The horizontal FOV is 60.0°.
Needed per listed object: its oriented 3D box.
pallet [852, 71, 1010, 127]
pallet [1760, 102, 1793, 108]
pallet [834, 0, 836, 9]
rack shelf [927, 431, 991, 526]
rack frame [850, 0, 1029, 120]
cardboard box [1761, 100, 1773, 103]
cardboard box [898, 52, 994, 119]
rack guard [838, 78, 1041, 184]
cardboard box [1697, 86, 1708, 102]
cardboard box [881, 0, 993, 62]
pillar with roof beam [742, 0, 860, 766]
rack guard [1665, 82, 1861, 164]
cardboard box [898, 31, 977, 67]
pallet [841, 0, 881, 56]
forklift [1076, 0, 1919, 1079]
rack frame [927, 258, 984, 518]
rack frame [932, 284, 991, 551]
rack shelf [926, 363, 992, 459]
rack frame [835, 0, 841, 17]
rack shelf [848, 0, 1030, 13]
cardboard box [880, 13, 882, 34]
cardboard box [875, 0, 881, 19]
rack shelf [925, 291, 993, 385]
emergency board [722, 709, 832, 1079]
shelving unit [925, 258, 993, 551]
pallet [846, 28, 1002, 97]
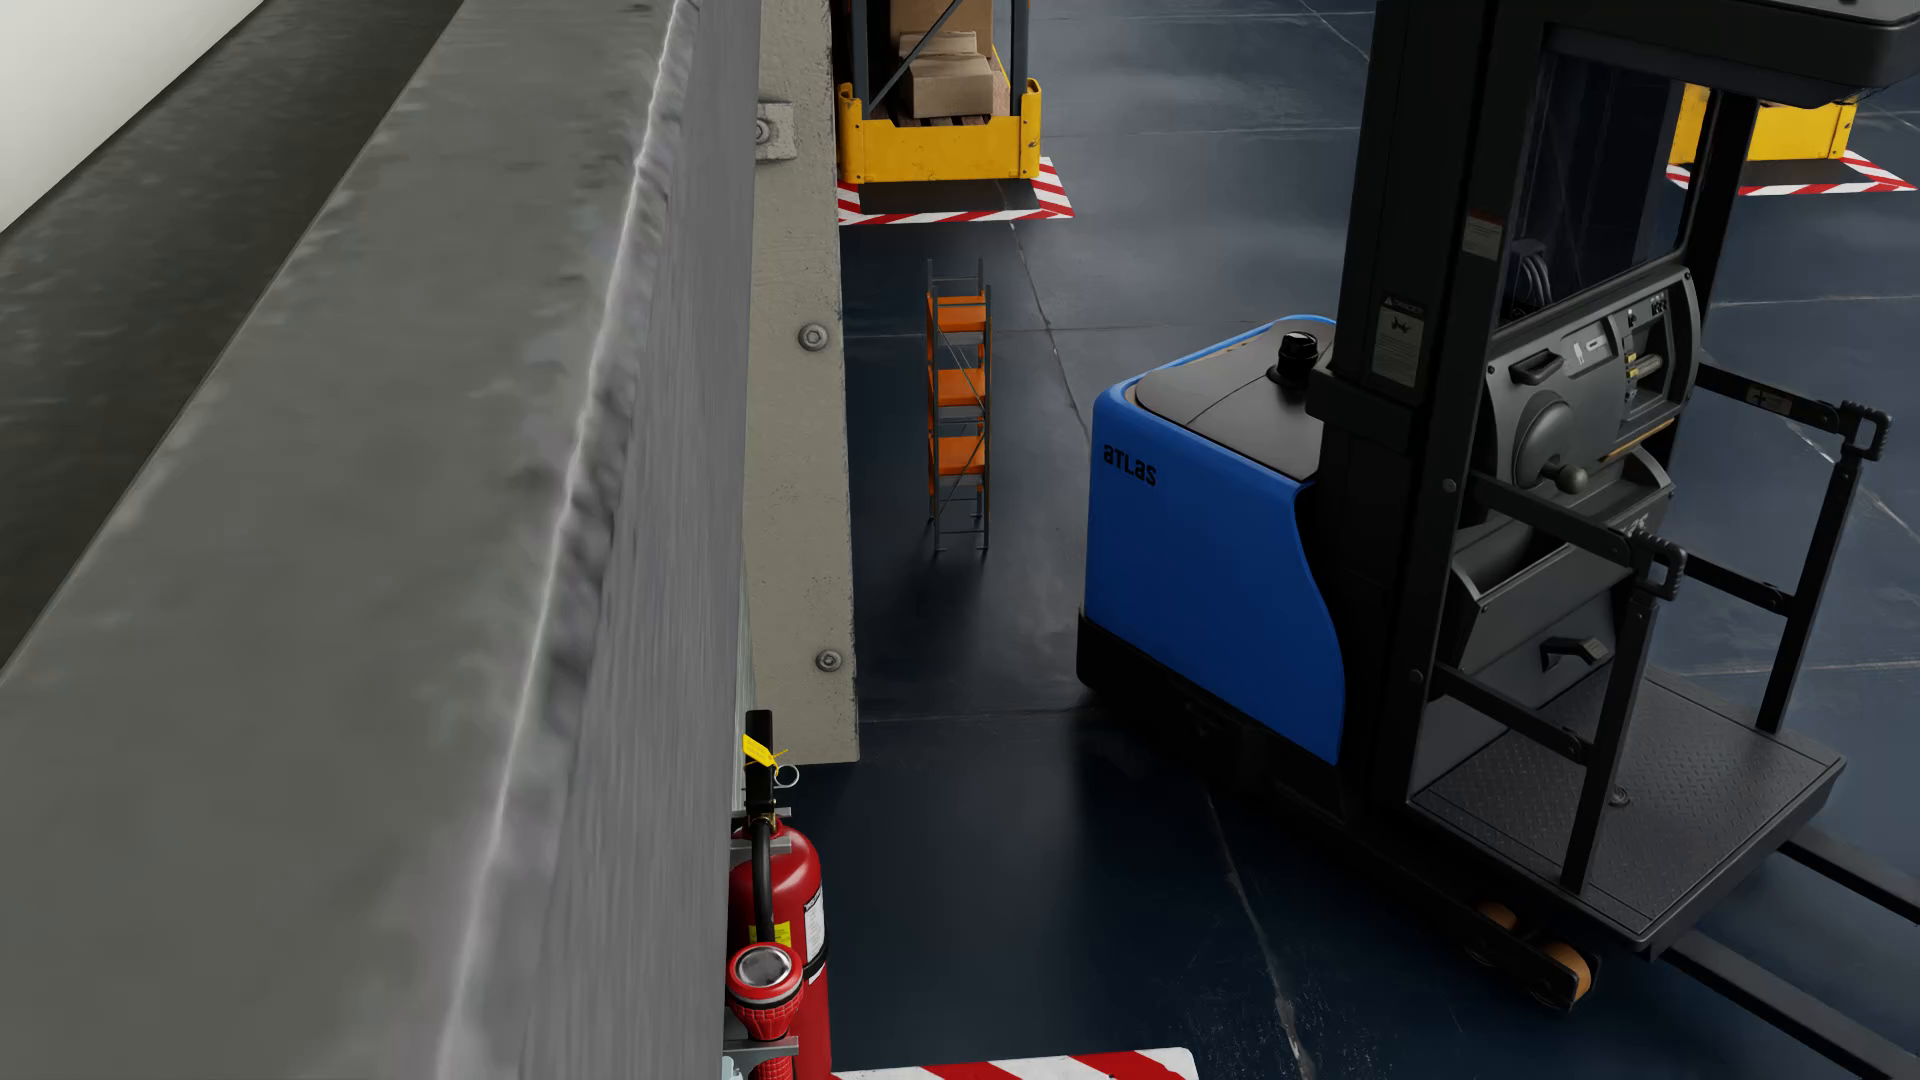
[{"bbox_3d":[-0.163,-2.708,10.578,1.003,0.211,1.213,-3,31,-5],"label":"pallet"},{"bbox_3d":[4.704,-2.881,10.866,1.003,0.211,1.213,-3,31,-5],"label":"pallet"},{"bbox_3d":[-0.563,-4.692,13.900,1.003,0.211,1.213,-3,31,-5],"label":"pallet"},{"bbox_3d":[-0.005,-0.230,6.174,0.215,0.259,0.240,-3,31,-5],"label":"rack shelf"},{"bbox_3d":[-0.115,-3.450,9.101,1.000,3.000,0.127,-3,31,-5],"label":"rack frame"},{"bbox_3d":[4.988,-2.973,10.575,0.500,0.250,0.500,-3,31,-5],"label":"cardboard box"},{"bbox_3d":[-0.090,-2.842,10.276,0.500,0.311,0.500,-6,31,-10],"label":"cardboard box"},{"bbox_3d":[-0.122,-2.416,9.807,1.175,0.500,0.348,-3,31,-5],"label":"rack guard"},{"bbox_3d":[4.473,-2.949,10.533,0.500,0.250,0.500,-3,31,-5],"label":"cardboard box"},{"bbox_3d":[-0.162,-3.591,11.346,0.700,0.500,0.500,-5,31,-8],"label":"cardboard box"},{"bbox_3d":[3.805,-3.484,3.308,9.100,9.000,0.400,-3,31,-5],"label":"pillar with roof beam"},{"bbox_3d":[4.819,-2.604,10.122,1.175,0.500,0.348,-3,31,-5],"label":"rack guard"},{"bbox_3d":[-0.143,-3.133,10.763,0.500,0.311,0.500,0,31,0],"label":"cardboard box"},{"bbox_3d":[-0.391,-3.954,12.663,1.003,0.211,1.213,-3,31,-5],"label":"pallet"},{"bbox_3d":[1.717,-0.358,3.992,1.130,2.935,3.031,-24,38,-34],"label":"forklift"},{"bbox_3d":[-0.016,-0.540,6.131,0.200,1.050,0.008,-3,31,-5],"label":"rack frame"},{"bbox_3d":[0.006,-0.416,5.922,0.200,1.050,0.008,-3,31,-5],"label":"rack frame"},{"bbox_3d":[-0.005,-0.469,6.032,0.215,0.259,0.240,-3,31,-5],"label":"rack shelf"},{"bbox_3d":[-0.489,-5.492,12.520,1.000,3.000,0.127,-3,31,-5],"label":"rack frame"},{"bbox_3d":[-0.302,-4.162,10.995,1.077,0.370,4.000,-3,31,-5],"label":"rack shelf"},{"bbox_3d":[-0.359,-3.640,11.769,0.380,0.149,0.250,-5,31,-9],"label":"cardboard box"},{"bbox_3d":[-0.352,-4.080,12.164,0.500,0.500,0.500,-5,31,-8],"label":"cardboard box"},{"bbox_3d":[-0.005,-0.713,5.886,0.215,0.259,0.240,-3,31,-5],"label":"rack shelf"},{"bbox_3d":[-0.288,0.561,2.386,0.194,1.169,0.643,-3,31,-5],"label":"emergency board"},{"bbox_3d":[-0.005,-0.478,6.027,0.215,1.050,0.252,-3,31,-5],"label":"shelving unit"},{"bbox_3d":[-0.274,-3.329,11.618,1.003,0.211,1.213,-3,31,-5],"label":"pallet"}]
